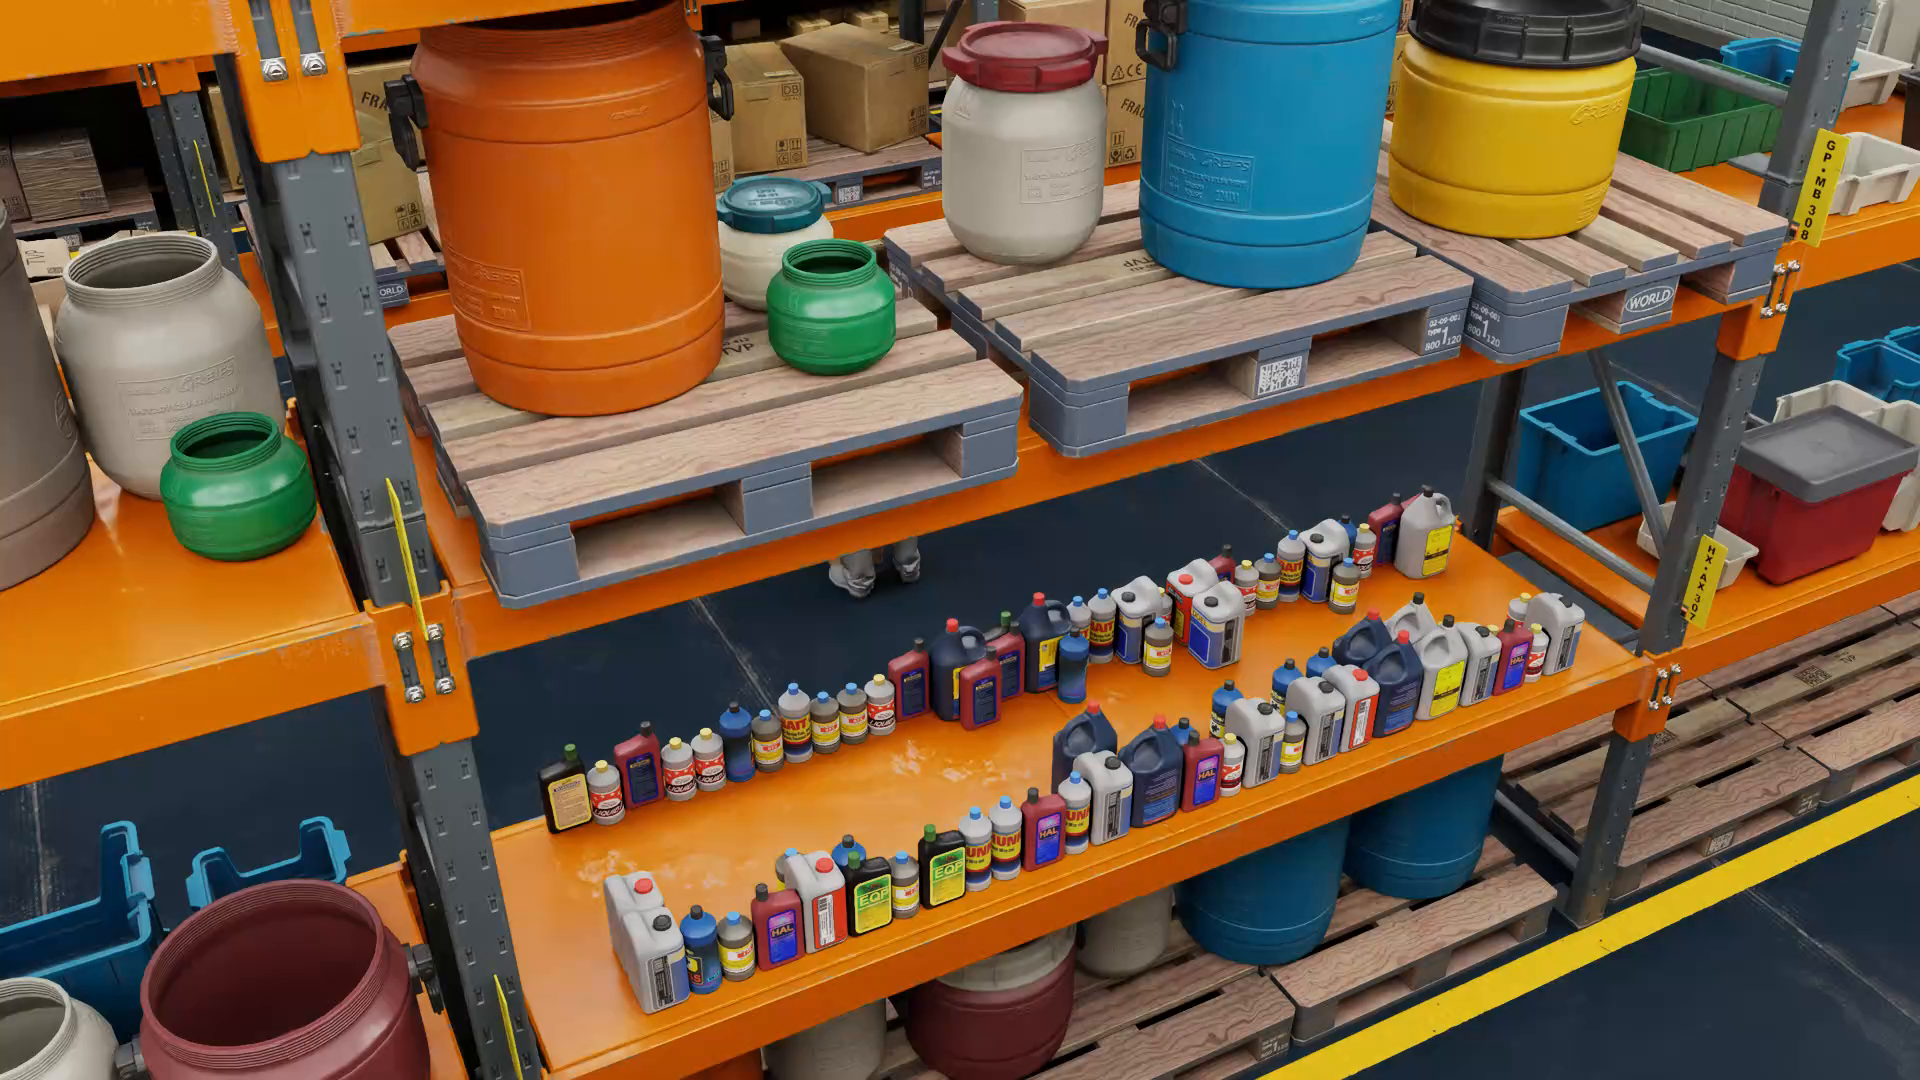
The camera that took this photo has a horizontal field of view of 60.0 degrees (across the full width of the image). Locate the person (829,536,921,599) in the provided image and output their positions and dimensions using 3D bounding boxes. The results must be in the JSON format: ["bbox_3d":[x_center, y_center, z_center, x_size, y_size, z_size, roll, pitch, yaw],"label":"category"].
[{"bbox_3d":[-0.428,-0.532,7.941,0.577,1.770,0.463,-16,36,-24],"label":"person"}]
